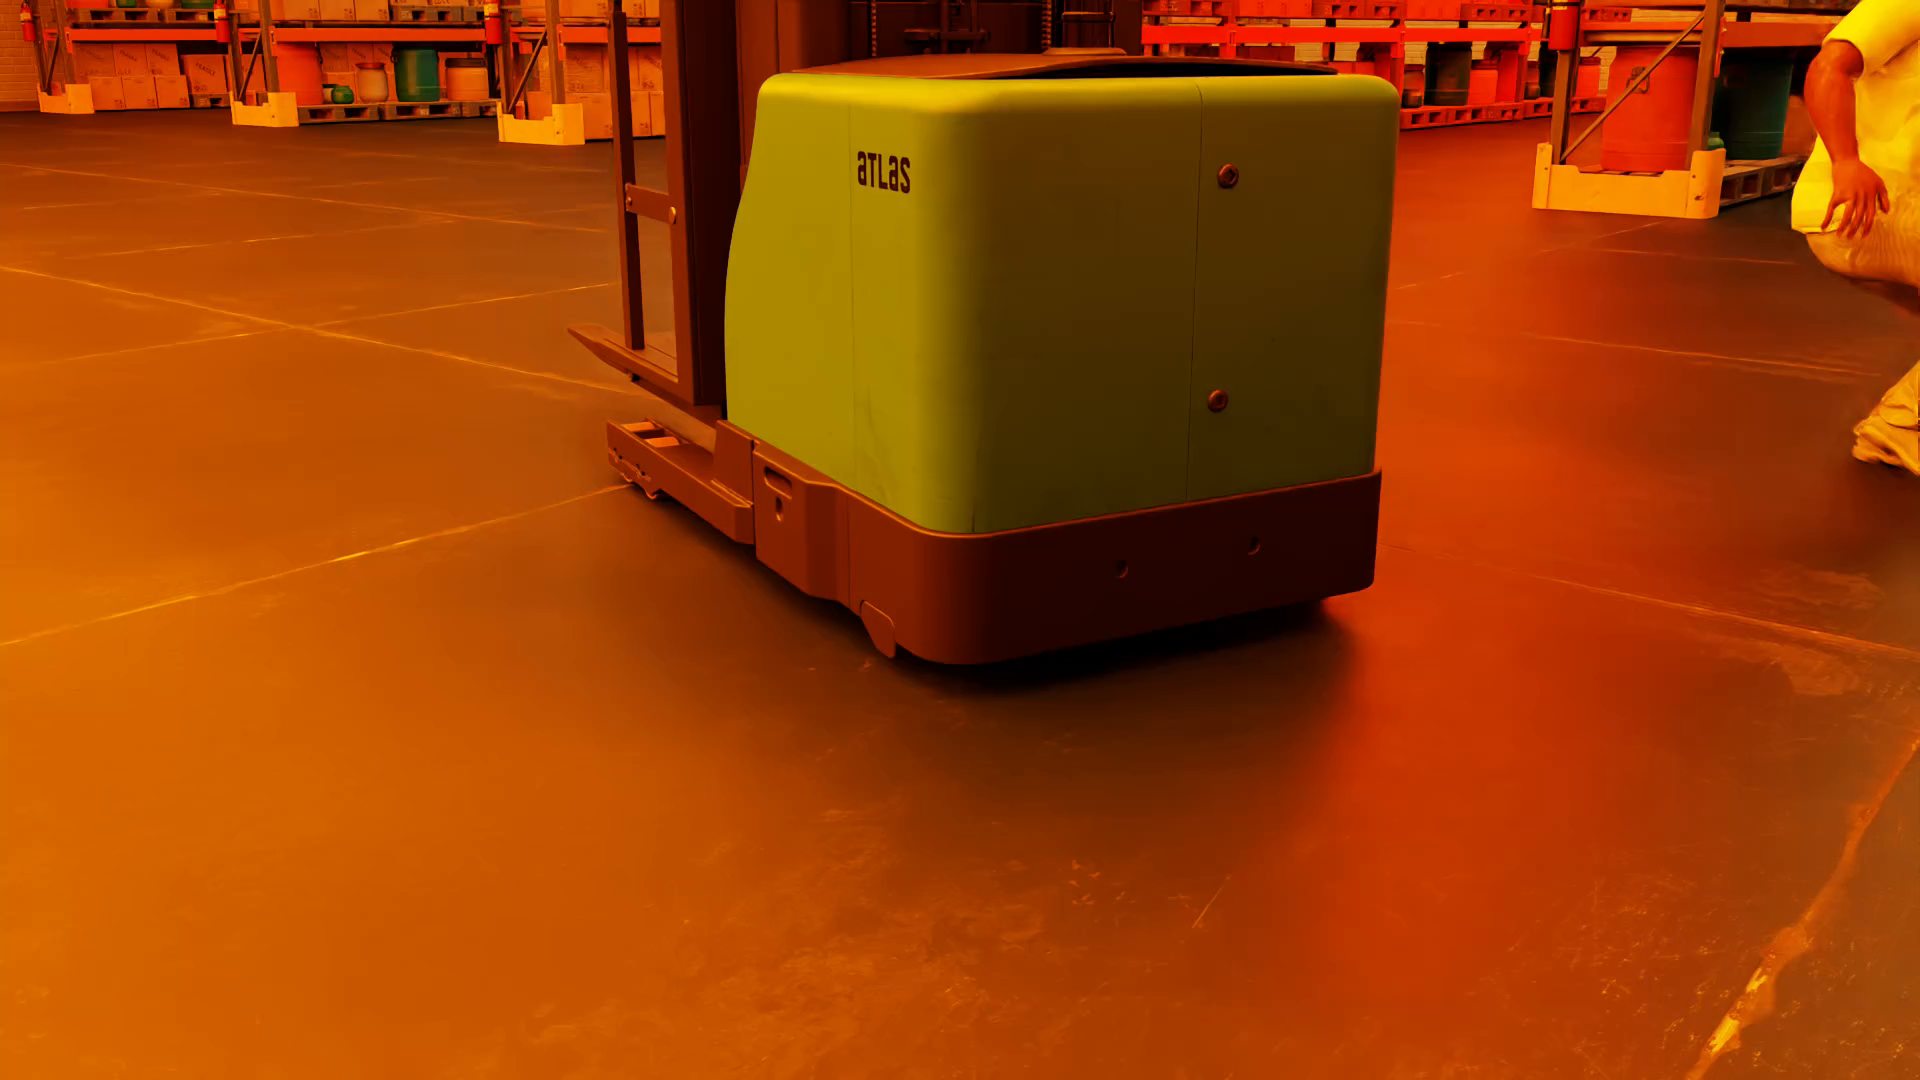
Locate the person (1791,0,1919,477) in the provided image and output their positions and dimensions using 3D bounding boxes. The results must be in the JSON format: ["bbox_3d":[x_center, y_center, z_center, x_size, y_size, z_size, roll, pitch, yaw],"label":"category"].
[{"bbox_3d":[2.474,-0.819,4.136,0.683,1.523,0.835,16,23,42],"label":"person"}]

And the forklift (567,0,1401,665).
[{"bbox_3d":[-0.288,-1.559,4.031,1.130,2.935,3.031,-9,19,-27],"label":"forklift"}]
